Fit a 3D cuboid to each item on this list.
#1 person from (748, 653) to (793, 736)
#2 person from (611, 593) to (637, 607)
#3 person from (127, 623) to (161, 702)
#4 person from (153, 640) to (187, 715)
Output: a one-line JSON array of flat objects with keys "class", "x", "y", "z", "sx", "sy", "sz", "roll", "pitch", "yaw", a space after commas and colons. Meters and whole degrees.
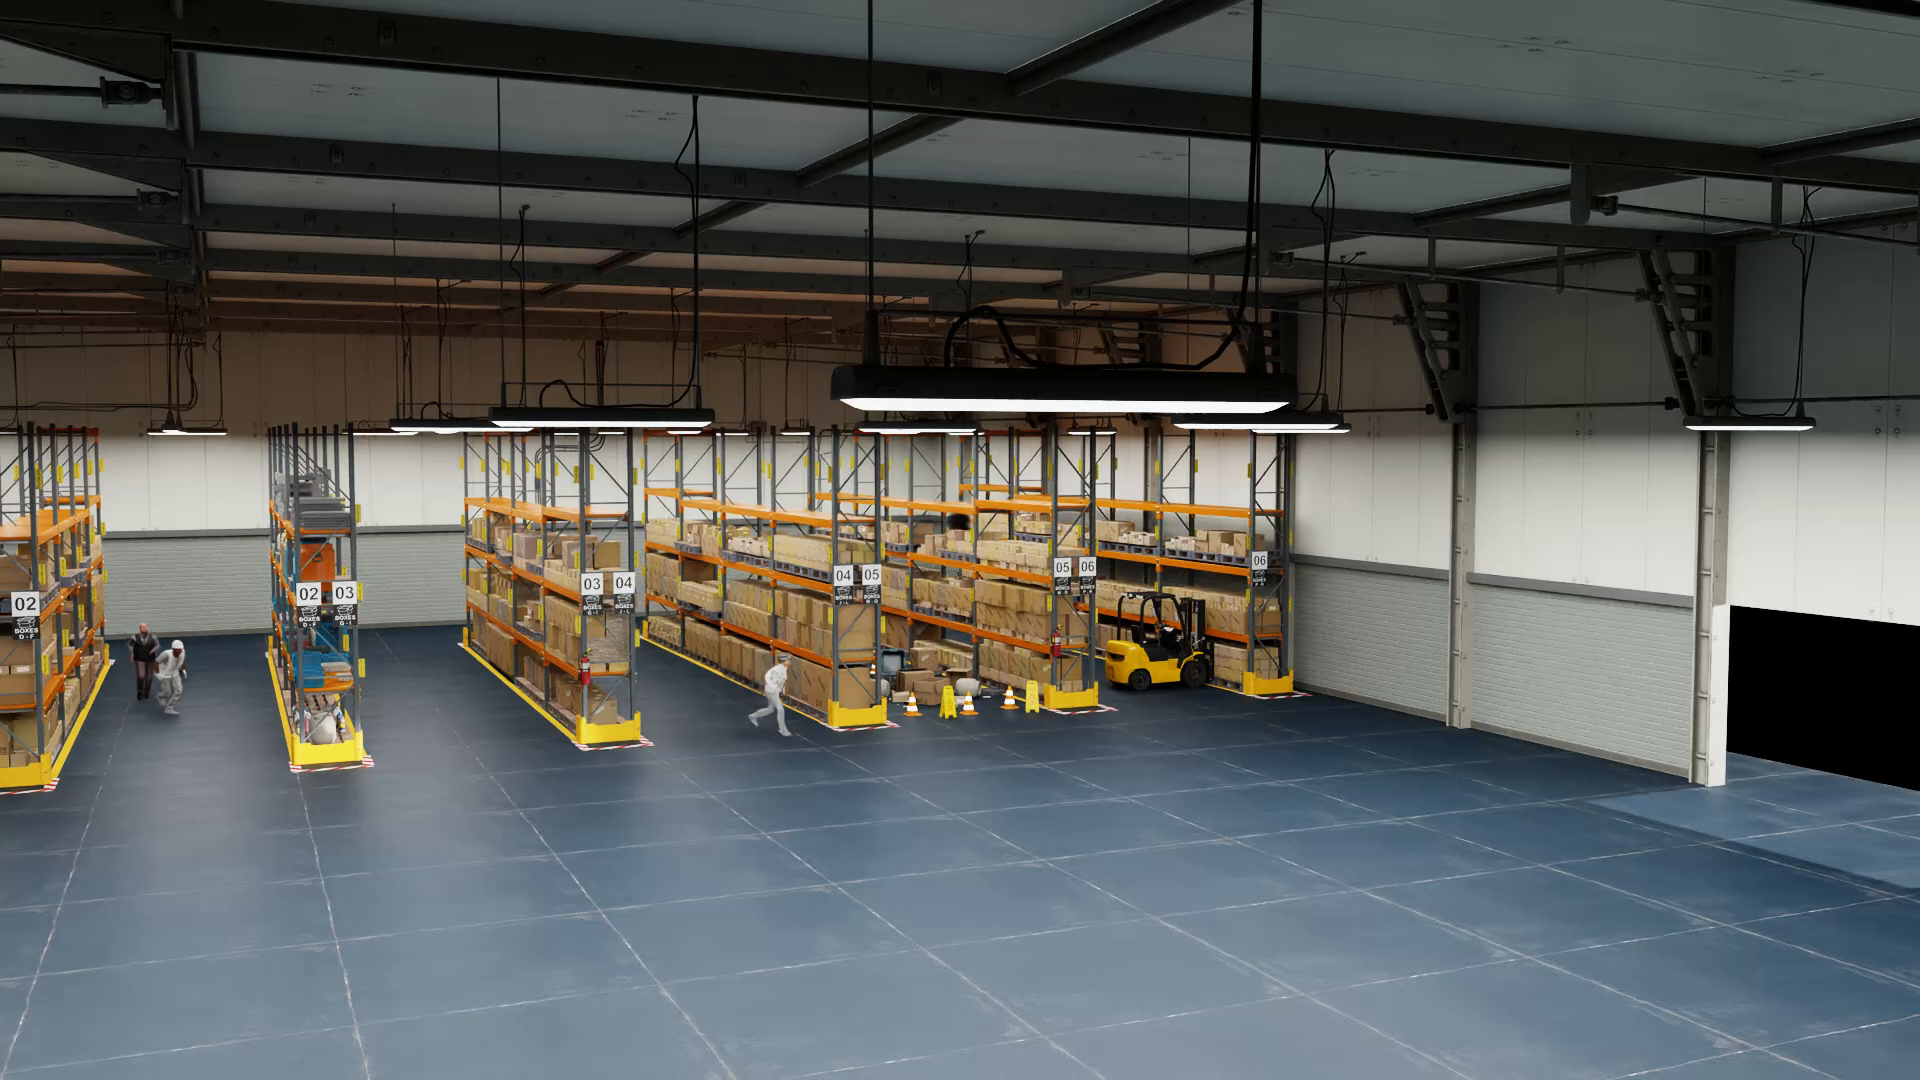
[{"class": "person", "x": -3.689, "y": 2.981, "z": 32.143, "sx": 0.933, "sy": 1.632, "sz": 0.638, "roll": 2, "pitch": 4, "yaw": 23}, {"class": "person", "x": -9.872, "y": 1.920, "z": 48.817, "sx": 0.727, "sy": 1.661, "sz": 0.800, "roll": 0, "pitch": 3, "yaw": 2}, {"class": "person", "x": -17.750, "y": 2.653, "z": 36.194, "sx": 0.654, "sy": 1.710, "sz": 0.686, "roll": -2, "pitch": 4, "yaw": -31}, {"class": "person", "x": -16.414, "y": 2.839, "z": 34.475, "sx": 1.039, "sy": 1.574, "sz": 0.692, "roll": 3, "pitch": 4, "yaw": 37}]
